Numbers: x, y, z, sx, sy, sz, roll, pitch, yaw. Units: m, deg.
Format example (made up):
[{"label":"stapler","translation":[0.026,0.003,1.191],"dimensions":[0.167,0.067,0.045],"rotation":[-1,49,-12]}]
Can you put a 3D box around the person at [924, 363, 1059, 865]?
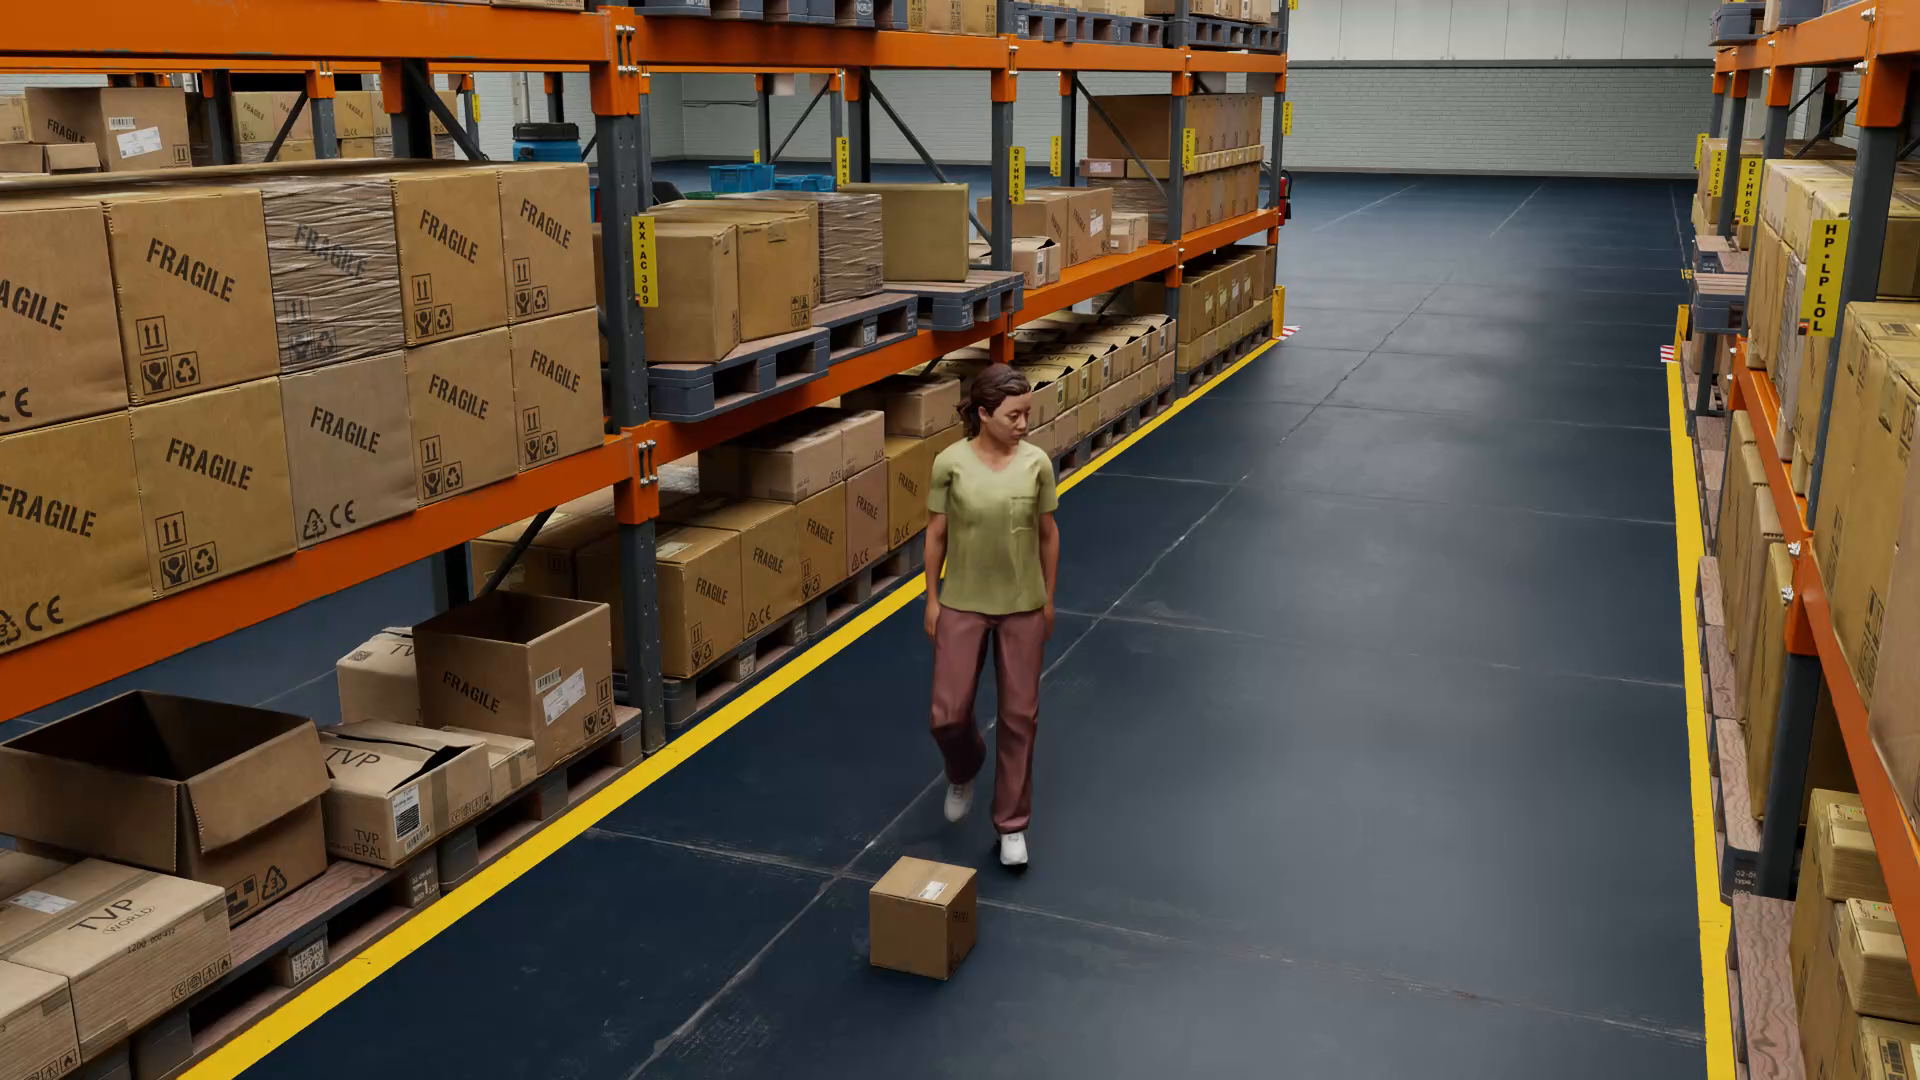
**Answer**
[{"label":"person","translation":[0.113,0.239,5.597],"dimensions":[0.467,1.676,0.509],"rotation":[-2,16,-6]}]
